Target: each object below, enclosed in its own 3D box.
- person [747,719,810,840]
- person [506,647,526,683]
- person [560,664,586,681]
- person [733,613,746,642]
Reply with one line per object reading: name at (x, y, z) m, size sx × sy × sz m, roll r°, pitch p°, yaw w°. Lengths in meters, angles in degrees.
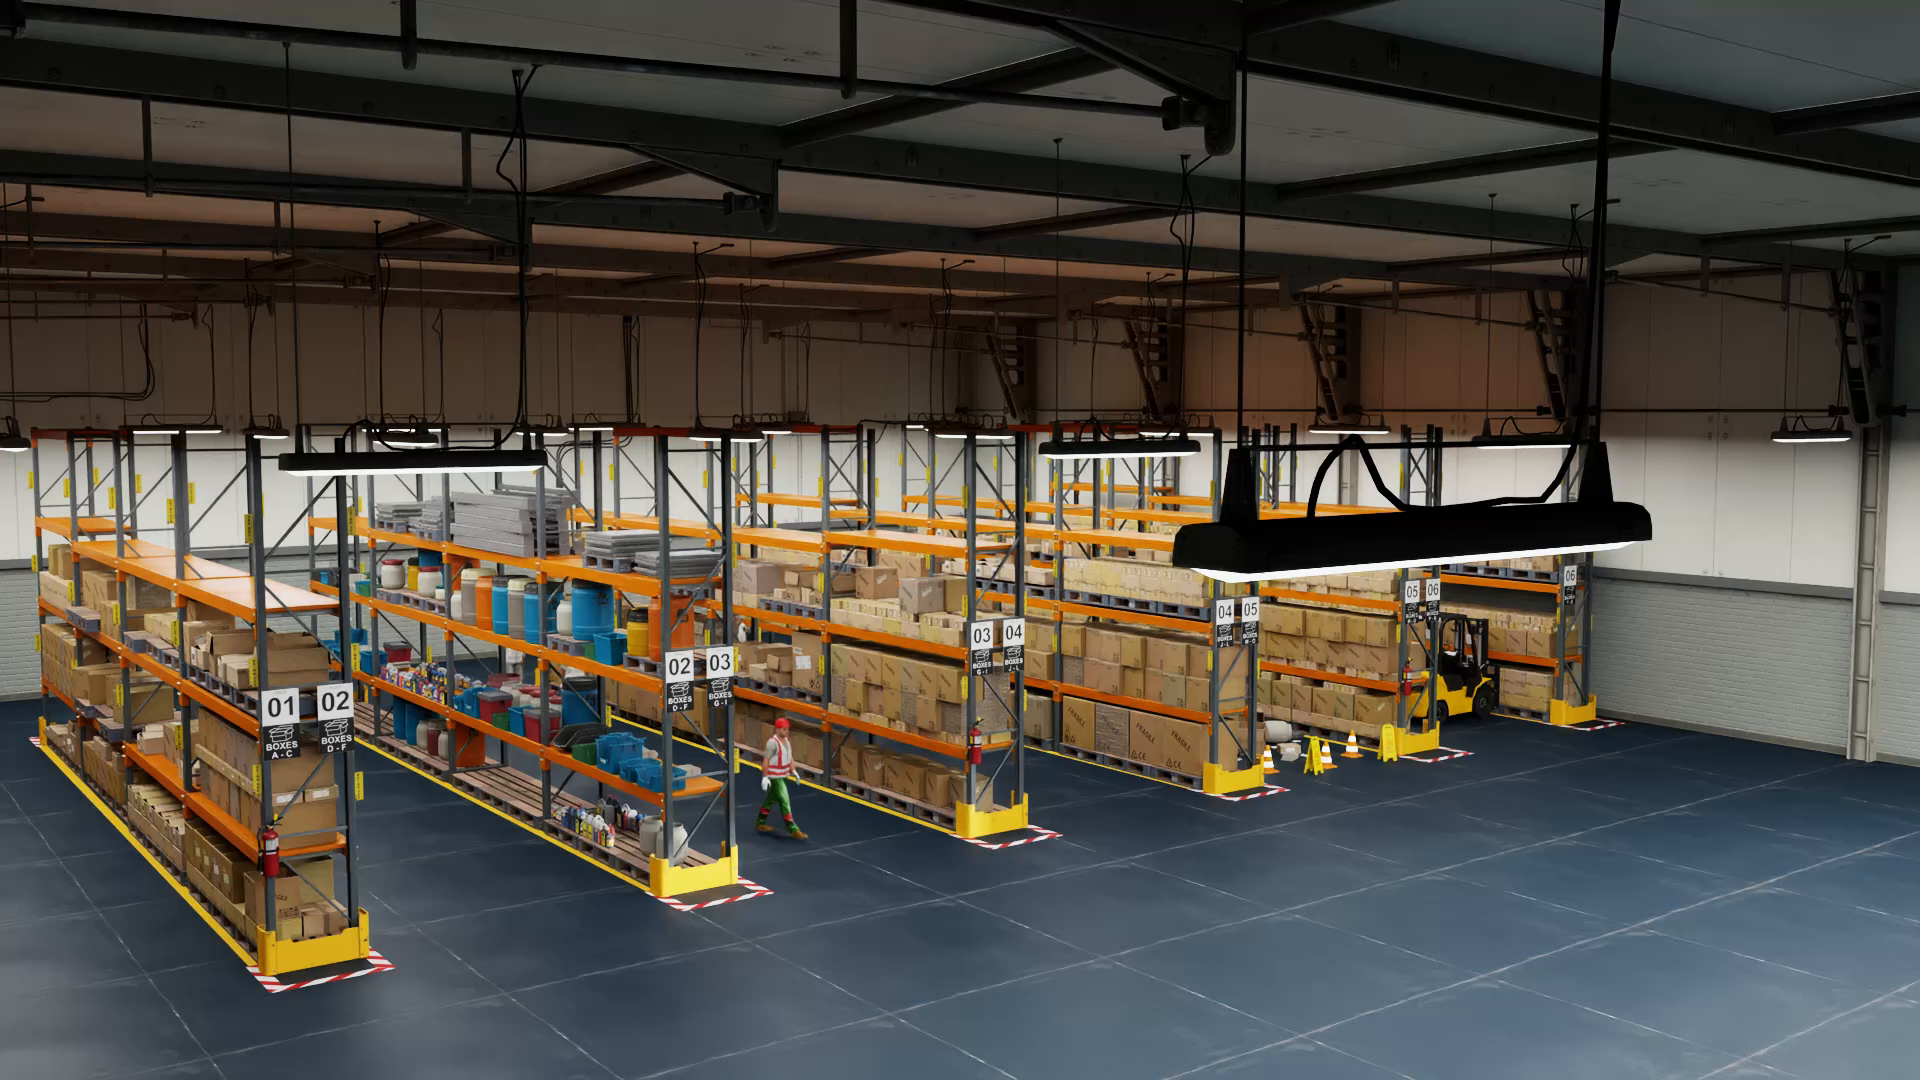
person at (-2.698, 3.523, 24.637) m, size 0.976 × 1.755 × 0.602 m, roll 0°, pitch 4°, yaw 0°
person at (-9.674, 2.626, 36.007) m, size 0.496 × 1.783 × 0.589 m, roll 2°, pitch 5°, yaw 26°
person at (-7.524, 2.892, 32.971) m, size 0.716 × 1.759 × 0.566 m, roll 2°, pitch 5°, yaw 19°
person at (-5.081, 2.481, 37.895) m, size 0.543 × 1.770 × 0.626 m, roll 2°, pitch 5°, yaw 23°
